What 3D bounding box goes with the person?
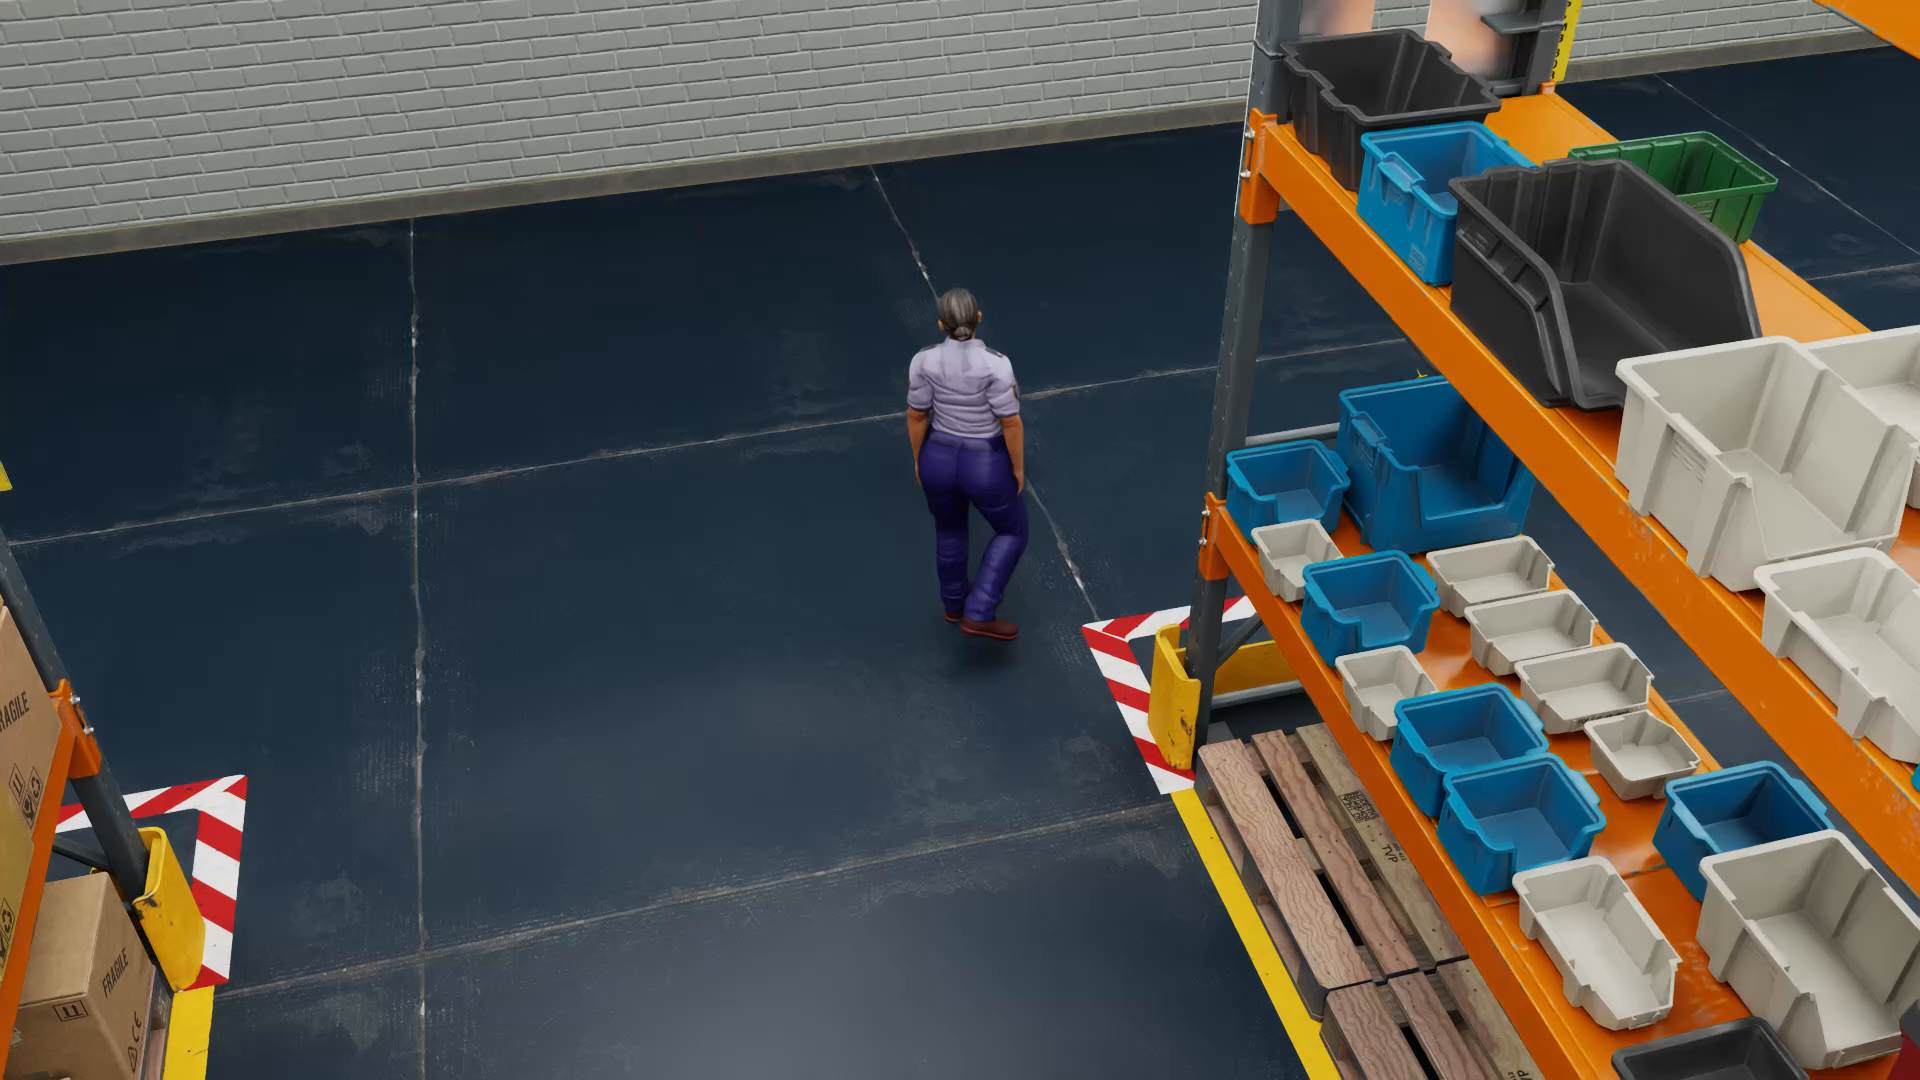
[{"bbox_3d":[0.023,-0.260,7.048,0.553,1.646,0.557,11,40,13],"label":"person"}]
